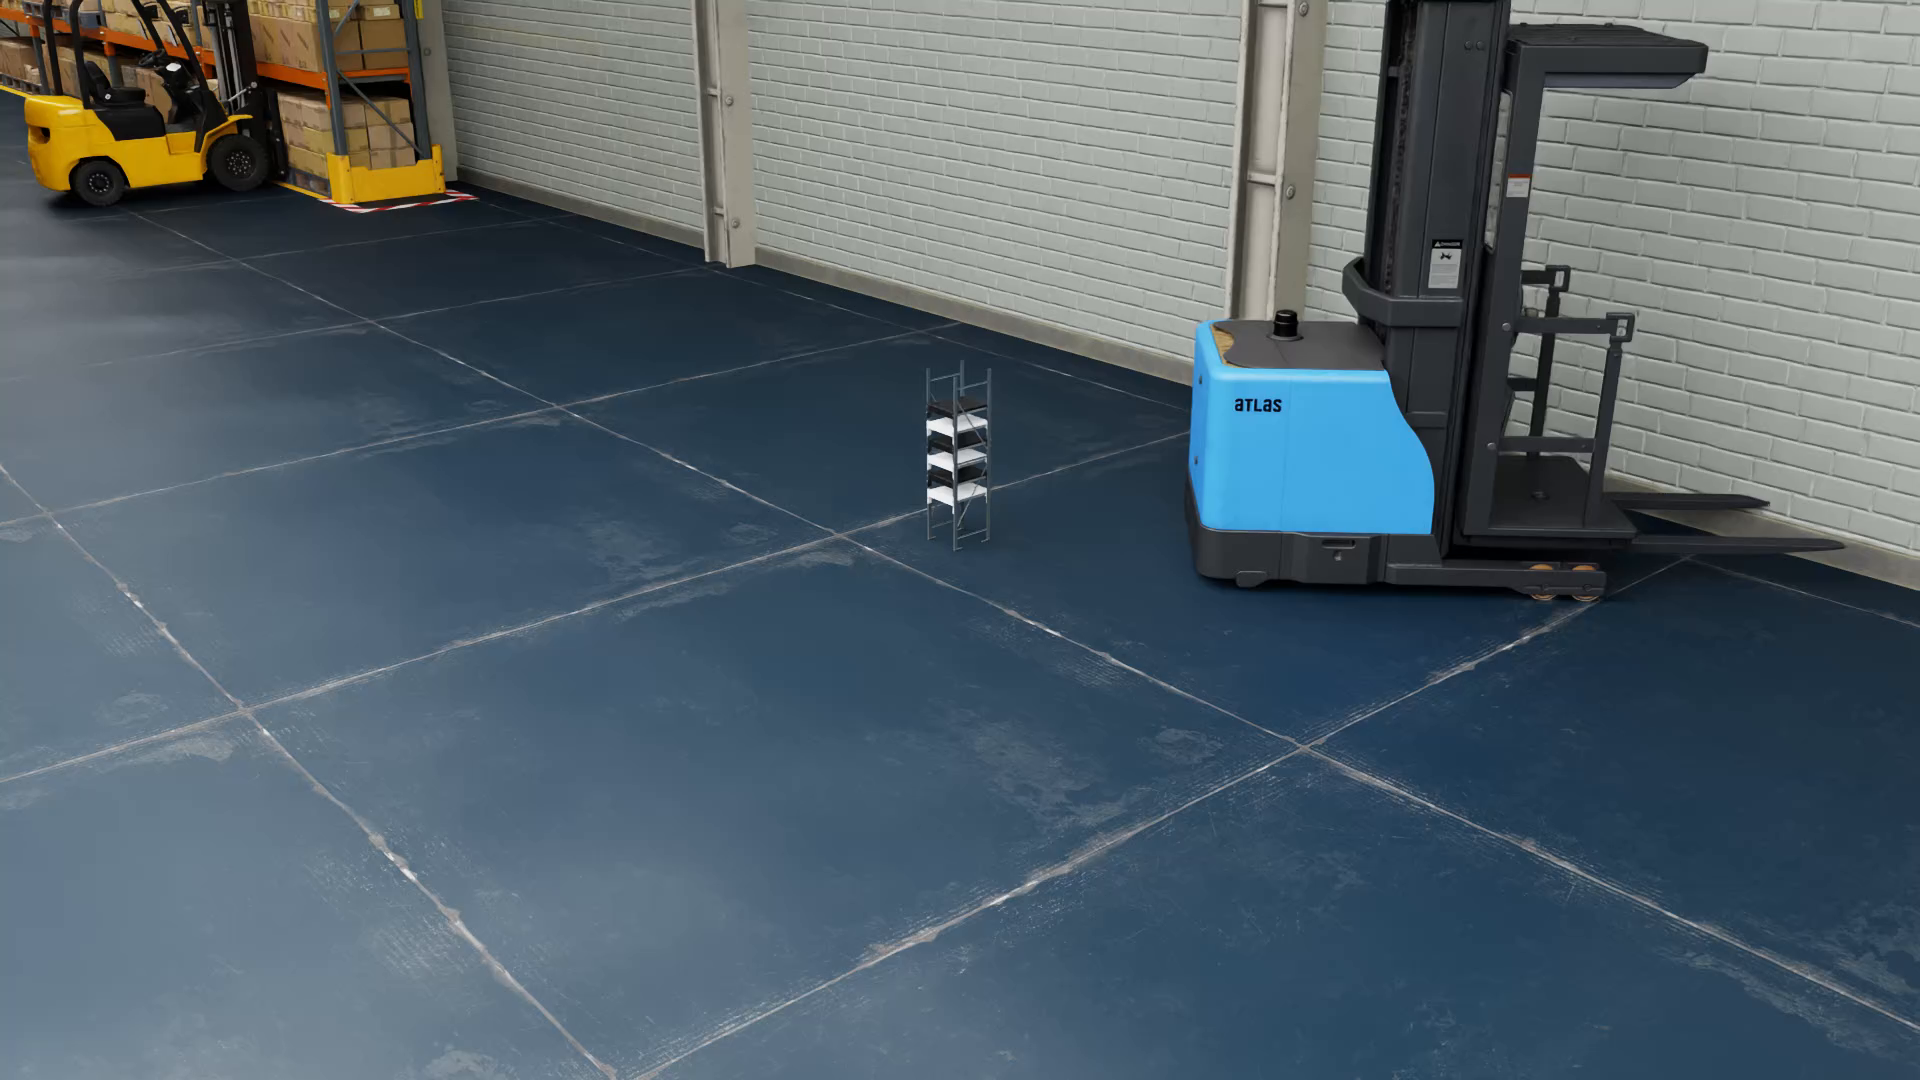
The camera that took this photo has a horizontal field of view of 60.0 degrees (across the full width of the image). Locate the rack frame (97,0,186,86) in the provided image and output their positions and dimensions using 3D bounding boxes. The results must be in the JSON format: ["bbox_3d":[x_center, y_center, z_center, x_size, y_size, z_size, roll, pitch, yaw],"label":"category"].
[{"bbox_3d":[-11.398,-7.331,23.087,1.000,3.000,0.127,-17,27,-37],"label":"rack frame"}]

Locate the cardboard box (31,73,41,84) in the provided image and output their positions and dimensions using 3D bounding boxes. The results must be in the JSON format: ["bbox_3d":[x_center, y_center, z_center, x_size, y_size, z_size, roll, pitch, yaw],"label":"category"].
[{"bbox_3d":[-14.595,-7.388,26.567,0.380,0.149,0.250,-18,28,-39],"label":"cardboard box"}]

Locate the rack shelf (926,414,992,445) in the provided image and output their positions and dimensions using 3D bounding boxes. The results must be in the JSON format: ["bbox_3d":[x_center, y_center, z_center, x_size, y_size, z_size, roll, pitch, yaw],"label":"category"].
[{"bbox_3d":[-0.005,-0.558,8.272,0.258,0.077,0.200,-17,27,-37],"label":"rack shelf"}]

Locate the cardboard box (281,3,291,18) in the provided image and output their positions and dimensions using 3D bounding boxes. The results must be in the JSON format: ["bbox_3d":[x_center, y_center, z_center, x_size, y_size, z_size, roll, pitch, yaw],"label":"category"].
[{"bbox_3d":[-7.080,-5.719,17.946,0.380,0.149,0.250,-18,27,-38],"label":"cardboard box"}]

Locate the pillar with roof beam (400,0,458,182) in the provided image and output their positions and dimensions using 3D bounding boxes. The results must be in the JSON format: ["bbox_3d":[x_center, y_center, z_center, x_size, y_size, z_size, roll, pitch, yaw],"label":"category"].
[{"bbox_3d":[-9.209,-7.296,14.772,9.100,9.000,0.400,-17,27,-37],"label":"pillar with roof beam"}]

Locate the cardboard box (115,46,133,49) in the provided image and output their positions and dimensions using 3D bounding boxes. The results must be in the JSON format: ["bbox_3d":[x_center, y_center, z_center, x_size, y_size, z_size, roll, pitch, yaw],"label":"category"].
[{"bbox_3d":[-12.673,-7.389,25.198,0.380,0.149,0.250,-17,27,-37],"label":"cardboard box"}]

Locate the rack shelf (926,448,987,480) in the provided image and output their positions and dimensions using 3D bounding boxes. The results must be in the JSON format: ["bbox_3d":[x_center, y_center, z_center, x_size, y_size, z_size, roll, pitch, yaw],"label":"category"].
[{"bbox_3d":[-0.005,-0.390,8.338,0.258,0.077,0.200,-17,27,-37],"label":"rack shelf"}]

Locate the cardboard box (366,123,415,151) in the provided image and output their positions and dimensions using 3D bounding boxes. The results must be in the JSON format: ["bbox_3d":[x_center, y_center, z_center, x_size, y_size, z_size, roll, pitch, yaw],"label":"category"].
[{"bbox_3d":[-6.325,-4.448,18.236,0.500,0.250,0.500,-17,27,-36],"label":"cardboard box"}]

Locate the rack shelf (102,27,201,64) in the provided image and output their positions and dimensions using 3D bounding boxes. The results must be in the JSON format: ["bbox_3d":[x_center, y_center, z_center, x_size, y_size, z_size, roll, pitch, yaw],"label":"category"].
[{"bbox_3d":[-10.092,-6.443,21.808,1.077,0.370,4.000,-17,27,-37],"label":"rack shelf"}]

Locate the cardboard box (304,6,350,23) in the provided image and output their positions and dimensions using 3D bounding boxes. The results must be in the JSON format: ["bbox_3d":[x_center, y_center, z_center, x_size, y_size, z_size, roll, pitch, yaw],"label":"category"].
[{"bbox_3d":[-6.614,-5.498,17.382,0.380,0.149,0.250,-17,27,-37],"label":"cardboard box"}]

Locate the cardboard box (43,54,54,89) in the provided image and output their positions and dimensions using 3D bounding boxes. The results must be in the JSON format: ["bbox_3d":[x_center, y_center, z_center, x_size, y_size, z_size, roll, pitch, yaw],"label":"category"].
[{"bbox_3d":[-13.864,-7.280,25.810,0.500,0.500,0.500,-16,26,-35],"label":"cardboard box"}]

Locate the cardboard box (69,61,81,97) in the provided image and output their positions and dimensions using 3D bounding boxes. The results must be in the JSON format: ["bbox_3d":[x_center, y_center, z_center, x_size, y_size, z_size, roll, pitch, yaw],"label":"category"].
[{"bbox_3d":[-12.852,-6.852,24.716,0.500,0.500,0.500,-19,28,-39],"label":"cardboard box"}]

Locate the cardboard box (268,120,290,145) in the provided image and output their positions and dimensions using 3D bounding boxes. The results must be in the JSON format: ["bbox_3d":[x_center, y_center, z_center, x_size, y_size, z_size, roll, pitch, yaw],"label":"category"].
[{"bbox_3d":[-7.403,-4.607,18.643,0.500,0.250,0.500,-18,28,-39],"label":"cardboard box"}]

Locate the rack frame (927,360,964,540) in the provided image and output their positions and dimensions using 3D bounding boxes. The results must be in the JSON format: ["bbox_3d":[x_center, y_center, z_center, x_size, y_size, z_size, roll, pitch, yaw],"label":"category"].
[{"bbox_3d":[-0.072,-0.449,8.397,0.240,0.900,0.006,-17,27,-37],"label":"rack frame"}]

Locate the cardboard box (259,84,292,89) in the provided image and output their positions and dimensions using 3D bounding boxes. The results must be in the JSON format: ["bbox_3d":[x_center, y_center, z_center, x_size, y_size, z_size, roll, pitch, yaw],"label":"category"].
[{"bbox_3d":[-8.049,-5.120,19.265,0.500,0.250,0.500,-16,27,-36],"label":"cardboard box"}]

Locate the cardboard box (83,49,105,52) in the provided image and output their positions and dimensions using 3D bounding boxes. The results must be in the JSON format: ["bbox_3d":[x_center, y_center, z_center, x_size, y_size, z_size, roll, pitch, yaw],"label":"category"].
[{"bbox_3d":[-12.878,-7.193,24.699,0.380,0.149,0.250,-17,27,-37],"label":"cardboard box"}]

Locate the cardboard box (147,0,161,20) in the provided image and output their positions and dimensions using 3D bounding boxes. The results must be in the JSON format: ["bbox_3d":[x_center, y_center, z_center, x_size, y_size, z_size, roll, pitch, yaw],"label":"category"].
[{"bbox_3d":[-9.972,-6.746,21.115,0.500,0.250,0.500,-17,27,-36],"label":"cardboard box"}]

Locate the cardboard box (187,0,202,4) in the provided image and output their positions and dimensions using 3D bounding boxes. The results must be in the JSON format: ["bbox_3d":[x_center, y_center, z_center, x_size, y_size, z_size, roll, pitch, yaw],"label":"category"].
[{"bbox_3d":[-9.178,-6.616,20.235,0.380,0.149,0.250,-16,27,-36],"label":"cardboard box"}]

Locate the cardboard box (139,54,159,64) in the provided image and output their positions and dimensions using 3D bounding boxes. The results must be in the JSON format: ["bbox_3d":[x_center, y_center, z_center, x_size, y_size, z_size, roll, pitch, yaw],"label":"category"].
[{"bbox_3d":[-11.655,-6.962,24.109,0.380,0.149,0.250,-16,27,-36],"label":"cardboard box"}]

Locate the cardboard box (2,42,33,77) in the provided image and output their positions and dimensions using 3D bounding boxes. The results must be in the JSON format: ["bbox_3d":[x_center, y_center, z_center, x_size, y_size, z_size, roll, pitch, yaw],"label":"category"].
[{"bbox_3d":[-15.495,-7.966,27.560,0.500,0.500,0.500,-17,27,-36],"label":"cardboard box"}]

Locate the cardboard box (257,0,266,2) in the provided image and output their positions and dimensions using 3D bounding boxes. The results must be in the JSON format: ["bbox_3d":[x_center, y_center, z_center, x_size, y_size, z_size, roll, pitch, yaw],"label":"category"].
[{"bbox_3d":[-7.478,-5.985,18.217,0.380,0.149,0.250,-17,27,-36],"label":"cardboard box"}]

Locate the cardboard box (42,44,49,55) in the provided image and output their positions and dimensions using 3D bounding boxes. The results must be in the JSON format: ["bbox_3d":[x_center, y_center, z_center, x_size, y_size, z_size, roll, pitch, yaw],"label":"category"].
[{"bbox_3d":[-13.976,-7.607,25.755,0.380,0.149,0.250,-16,26,-35],"label":"cardboard box"}]

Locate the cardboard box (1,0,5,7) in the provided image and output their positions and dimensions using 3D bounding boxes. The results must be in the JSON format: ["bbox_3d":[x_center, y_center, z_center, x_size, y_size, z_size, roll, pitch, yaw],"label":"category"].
[{"bbox_3d":[-15.402,-8.777,27.125,0.380,0.149,0.250,-18,27,-38],"label":"cardboard box"}]

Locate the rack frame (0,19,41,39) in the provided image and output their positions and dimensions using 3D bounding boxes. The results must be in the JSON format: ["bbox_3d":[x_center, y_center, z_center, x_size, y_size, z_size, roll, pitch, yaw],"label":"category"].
[{"bbox_3d":[-16.620,-9.541,28.730,1.000,3.000,0.127,-17,27,-37],"label":"rack frame"}]

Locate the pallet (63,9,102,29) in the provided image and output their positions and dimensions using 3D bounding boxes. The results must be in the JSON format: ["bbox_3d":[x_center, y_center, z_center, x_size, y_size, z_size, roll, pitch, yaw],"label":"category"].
[{"bbox_3d":[-11.893,-7.412,23.558,1.213,0.211,1.003,-17,27,-37],"label":"pallet"}]

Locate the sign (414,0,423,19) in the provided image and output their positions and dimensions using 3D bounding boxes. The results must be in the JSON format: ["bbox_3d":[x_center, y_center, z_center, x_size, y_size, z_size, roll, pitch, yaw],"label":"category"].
[{"bbox_3d":[-5.751,-5.691,17.605,0.100,0.325,0.005,-17,27,-37],"label":"sign"}]

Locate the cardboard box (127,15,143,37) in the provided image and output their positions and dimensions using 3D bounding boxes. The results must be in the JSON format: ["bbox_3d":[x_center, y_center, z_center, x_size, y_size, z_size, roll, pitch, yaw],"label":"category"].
[{"bbox_3d":[-10.627,-6.799,21.936,0.500,0.250,0.500,-19,28,-39],"label":"cardboard box"}]

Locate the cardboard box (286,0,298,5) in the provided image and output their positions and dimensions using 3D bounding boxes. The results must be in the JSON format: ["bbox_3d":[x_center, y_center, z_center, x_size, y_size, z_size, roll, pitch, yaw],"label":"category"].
[{"bbox_3d":[-6.945,-5.783,17.701,0.380,0.149,0.250,-17,27,-36],"label":"cardboard box"}]

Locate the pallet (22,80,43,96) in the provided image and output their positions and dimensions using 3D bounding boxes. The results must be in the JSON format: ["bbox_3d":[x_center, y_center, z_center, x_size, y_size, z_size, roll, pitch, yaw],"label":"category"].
[{"bbox_3d":[-14.456,-7.327,26.902,1.003,0.211,1.213,-17,27,-37],"label":"pallet"}]

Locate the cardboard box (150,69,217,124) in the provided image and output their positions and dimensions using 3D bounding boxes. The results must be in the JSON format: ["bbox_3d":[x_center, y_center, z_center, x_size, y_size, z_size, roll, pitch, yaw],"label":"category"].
[{"bbox_3d":[-10.129,-5.880,22.065,0.875,0.625,0.625,-19,28,-40],"label":"cardboard box"}]

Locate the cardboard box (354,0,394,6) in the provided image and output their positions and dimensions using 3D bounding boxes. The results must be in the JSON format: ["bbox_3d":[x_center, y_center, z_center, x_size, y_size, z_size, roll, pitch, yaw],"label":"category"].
[{"bbox_3d":[-6.233,-5.751,17.620,0.380,0.149,0.250,-18,28,-38],"label":"cardboard box"}]

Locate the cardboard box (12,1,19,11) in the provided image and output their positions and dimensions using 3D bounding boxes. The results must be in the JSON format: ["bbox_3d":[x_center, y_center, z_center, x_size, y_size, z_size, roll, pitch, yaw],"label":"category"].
[{"bbox_3d":[-14.783,-8.480,26.365,0.380,0.149,0.250,-17,27,-36],"label":"cardboard box"}]

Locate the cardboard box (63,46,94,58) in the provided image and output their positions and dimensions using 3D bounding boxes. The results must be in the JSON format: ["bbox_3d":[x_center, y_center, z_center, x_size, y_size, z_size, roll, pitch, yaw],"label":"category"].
[{"bbox_3d":[-13.372,-7.408,25.248,0.380,0.149,0.250,-18,28,-38],"label":"cardboard box"}]

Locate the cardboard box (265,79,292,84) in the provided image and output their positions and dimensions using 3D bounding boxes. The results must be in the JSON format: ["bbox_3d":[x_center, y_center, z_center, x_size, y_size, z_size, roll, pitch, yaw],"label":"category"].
[{"bbox_3d":[-7.977,-5.380,19.930,0.500,0.250,0.500,-18,28,-38],"label":"cardboard box"}]

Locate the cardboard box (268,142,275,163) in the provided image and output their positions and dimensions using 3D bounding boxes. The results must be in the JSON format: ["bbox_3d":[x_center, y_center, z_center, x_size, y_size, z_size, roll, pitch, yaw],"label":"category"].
[{"bbox_3d":[-7.715,-4.508,19.076,0.500,0.250,0.500,-16,27,-36],"label":"cardboard box"}]

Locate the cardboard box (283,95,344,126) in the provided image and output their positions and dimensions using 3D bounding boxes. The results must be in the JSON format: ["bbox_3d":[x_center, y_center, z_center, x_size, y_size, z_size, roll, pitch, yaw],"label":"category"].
[{"bbox_3d":[-7.050,-4.694,18.178,0.500,0.250,0.500,-17,27,-36],"label":"cardboard box"}]

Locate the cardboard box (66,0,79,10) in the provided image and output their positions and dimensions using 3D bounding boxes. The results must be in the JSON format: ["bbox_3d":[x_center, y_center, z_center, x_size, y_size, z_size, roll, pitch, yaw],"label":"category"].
[{"bbox_3d":[-12.332,-7.671,23.585,0.500,0.250,0.500,-19,28,-40],"label":"cardboard box"}]

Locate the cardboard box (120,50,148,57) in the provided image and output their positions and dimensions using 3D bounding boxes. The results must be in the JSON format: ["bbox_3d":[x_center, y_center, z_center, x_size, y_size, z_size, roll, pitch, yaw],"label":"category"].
[{"bbox_3d":[-12.193,-7.170,24.639,0.380,0.149,0.250,-18,28,-39],"label":"cardboard box"}]

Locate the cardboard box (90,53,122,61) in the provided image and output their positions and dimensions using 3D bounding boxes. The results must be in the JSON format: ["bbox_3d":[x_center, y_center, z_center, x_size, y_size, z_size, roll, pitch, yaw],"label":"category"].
[{"bbox_3d":[-12.390,-6.975,24.143,0.380,0.149,0.250,-16,27,-36],"label":"cardboard box"}]

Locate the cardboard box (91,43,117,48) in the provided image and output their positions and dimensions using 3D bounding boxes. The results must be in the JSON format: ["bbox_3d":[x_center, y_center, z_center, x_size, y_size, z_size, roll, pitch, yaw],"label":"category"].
[{"bbox_3d":[-13.209,-7.600,25.737,0.380,0.149,0.250,-17,27,-37],"label":"cardboard box"}]

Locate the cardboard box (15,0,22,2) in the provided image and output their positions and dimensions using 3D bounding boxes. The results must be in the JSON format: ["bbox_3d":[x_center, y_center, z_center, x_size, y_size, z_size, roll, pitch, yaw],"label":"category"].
[{"bbox_3d":[-14.526,-8.587,26.093,0.500,0.250,0.500,-17,27,-36],"label":"cardboard box"}]

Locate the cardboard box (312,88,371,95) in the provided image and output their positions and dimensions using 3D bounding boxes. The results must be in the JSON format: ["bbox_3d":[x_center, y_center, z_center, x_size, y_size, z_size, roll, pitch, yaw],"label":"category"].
[{"bbox_3d":[-6.993,-4.957,18.850,0.500,0.250,0.500,-18,27,-38],"label":"cardboard box"}]

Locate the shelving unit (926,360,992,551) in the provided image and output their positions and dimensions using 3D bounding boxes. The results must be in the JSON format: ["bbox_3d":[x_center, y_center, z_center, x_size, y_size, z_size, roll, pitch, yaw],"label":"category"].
[{"bbox_3d":[-0.005,-0.421,8.326,0.258,0.900,0.210,-17,27,-37],"label":"shelving unit"}]

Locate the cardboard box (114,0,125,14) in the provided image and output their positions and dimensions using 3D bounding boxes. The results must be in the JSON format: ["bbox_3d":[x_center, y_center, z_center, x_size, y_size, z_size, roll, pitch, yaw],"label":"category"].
[{"bbox_3d":[-10.967,-7.174,22.208,0.500,0.250,0.500,-16,27,-36],"label":"cardboard box"}]

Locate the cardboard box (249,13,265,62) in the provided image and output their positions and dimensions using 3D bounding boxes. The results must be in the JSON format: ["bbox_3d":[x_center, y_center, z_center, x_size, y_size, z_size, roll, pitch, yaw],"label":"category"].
[{"bbox_3d":[-7.699,-5.664,18.694,0.500,0.500,0.500,-17,27,-37],"label":"cardboard box"}]

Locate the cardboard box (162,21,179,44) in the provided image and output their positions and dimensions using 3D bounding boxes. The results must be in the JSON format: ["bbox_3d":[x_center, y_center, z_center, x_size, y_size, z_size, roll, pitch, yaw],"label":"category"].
[{"bbox_3d":[-9.646,-6.370,20.841,0.500,0.250,0.500,-18,27,-38],"label":"cardboard box"}]

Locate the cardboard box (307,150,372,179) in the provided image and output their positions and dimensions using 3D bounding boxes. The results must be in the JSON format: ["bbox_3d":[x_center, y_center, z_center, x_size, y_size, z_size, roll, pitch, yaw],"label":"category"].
[{"bbox_3d":[-6.722,-4.090,18.008,0.500,0.250,0.500,-17,27,-37],"label":"cardboard box"}]

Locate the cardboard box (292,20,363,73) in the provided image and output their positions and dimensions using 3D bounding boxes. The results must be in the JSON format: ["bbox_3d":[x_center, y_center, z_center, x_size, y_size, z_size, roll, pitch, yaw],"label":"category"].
[{"bbox_3d":[-6.696,-5.240,17.613,0.500,0.500,0.500,-18,28,-39],"label":"cardboard box"}]

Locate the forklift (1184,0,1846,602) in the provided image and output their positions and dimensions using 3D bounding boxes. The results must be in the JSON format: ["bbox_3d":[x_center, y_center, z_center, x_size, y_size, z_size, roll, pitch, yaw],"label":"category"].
[{"bbox_3d":[2.662,-1.278,7.728,3.031,2.935,1.130,1,21,3],"label":"forklift"}]

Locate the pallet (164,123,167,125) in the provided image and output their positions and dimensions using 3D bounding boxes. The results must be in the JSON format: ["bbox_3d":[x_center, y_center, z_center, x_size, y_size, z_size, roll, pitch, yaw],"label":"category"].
[{"bbox_3d":[-10.098,-5.459,22.131,1.003,0.211,1.213,-17,27,-37],"label":"pallet"}]

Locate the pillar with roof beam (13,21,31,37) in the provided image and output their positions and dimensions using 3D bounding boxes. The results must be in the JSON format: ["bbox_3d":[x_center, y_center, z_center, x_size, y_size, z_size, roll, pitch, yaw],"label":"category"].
[{"bbox_3d":[-20.958,-12.269,27.470,9.100,9.000,0.400,-17,27,-37],"label":"pillar with roof beam"}]

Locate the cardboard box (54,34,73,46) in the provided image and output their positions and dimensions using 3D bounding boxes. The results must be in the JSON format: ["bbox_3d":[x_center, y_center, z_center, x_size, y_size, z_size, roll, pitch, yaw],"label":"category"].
[{"bbox_3d":[-13.770,-7.685,25.547,0.380,0.149,0.250,-19,28,-40],"label":"cardboard box"}]

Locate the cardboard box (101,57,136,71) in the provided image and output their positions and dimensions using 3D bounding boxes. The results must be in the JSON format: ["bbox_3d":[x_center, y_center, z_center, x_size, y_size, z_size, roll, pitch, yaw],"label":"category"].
[{"bbox_3d":[-11.912,-6.740,23.543,0.380,0.149,0.250,-19,28,-40],"label":"cardboard box"}]

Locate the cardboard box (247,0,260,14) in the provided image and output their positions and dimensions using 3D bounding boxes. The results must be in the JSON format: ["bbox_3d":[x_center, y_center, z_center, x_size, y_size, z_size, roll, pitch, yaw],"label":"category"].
[{"bbox_3d":[-7.784,-5.991,18.642,0.380,0.149,0.250,-18,28,-38],"label":"cardboard box"}]
